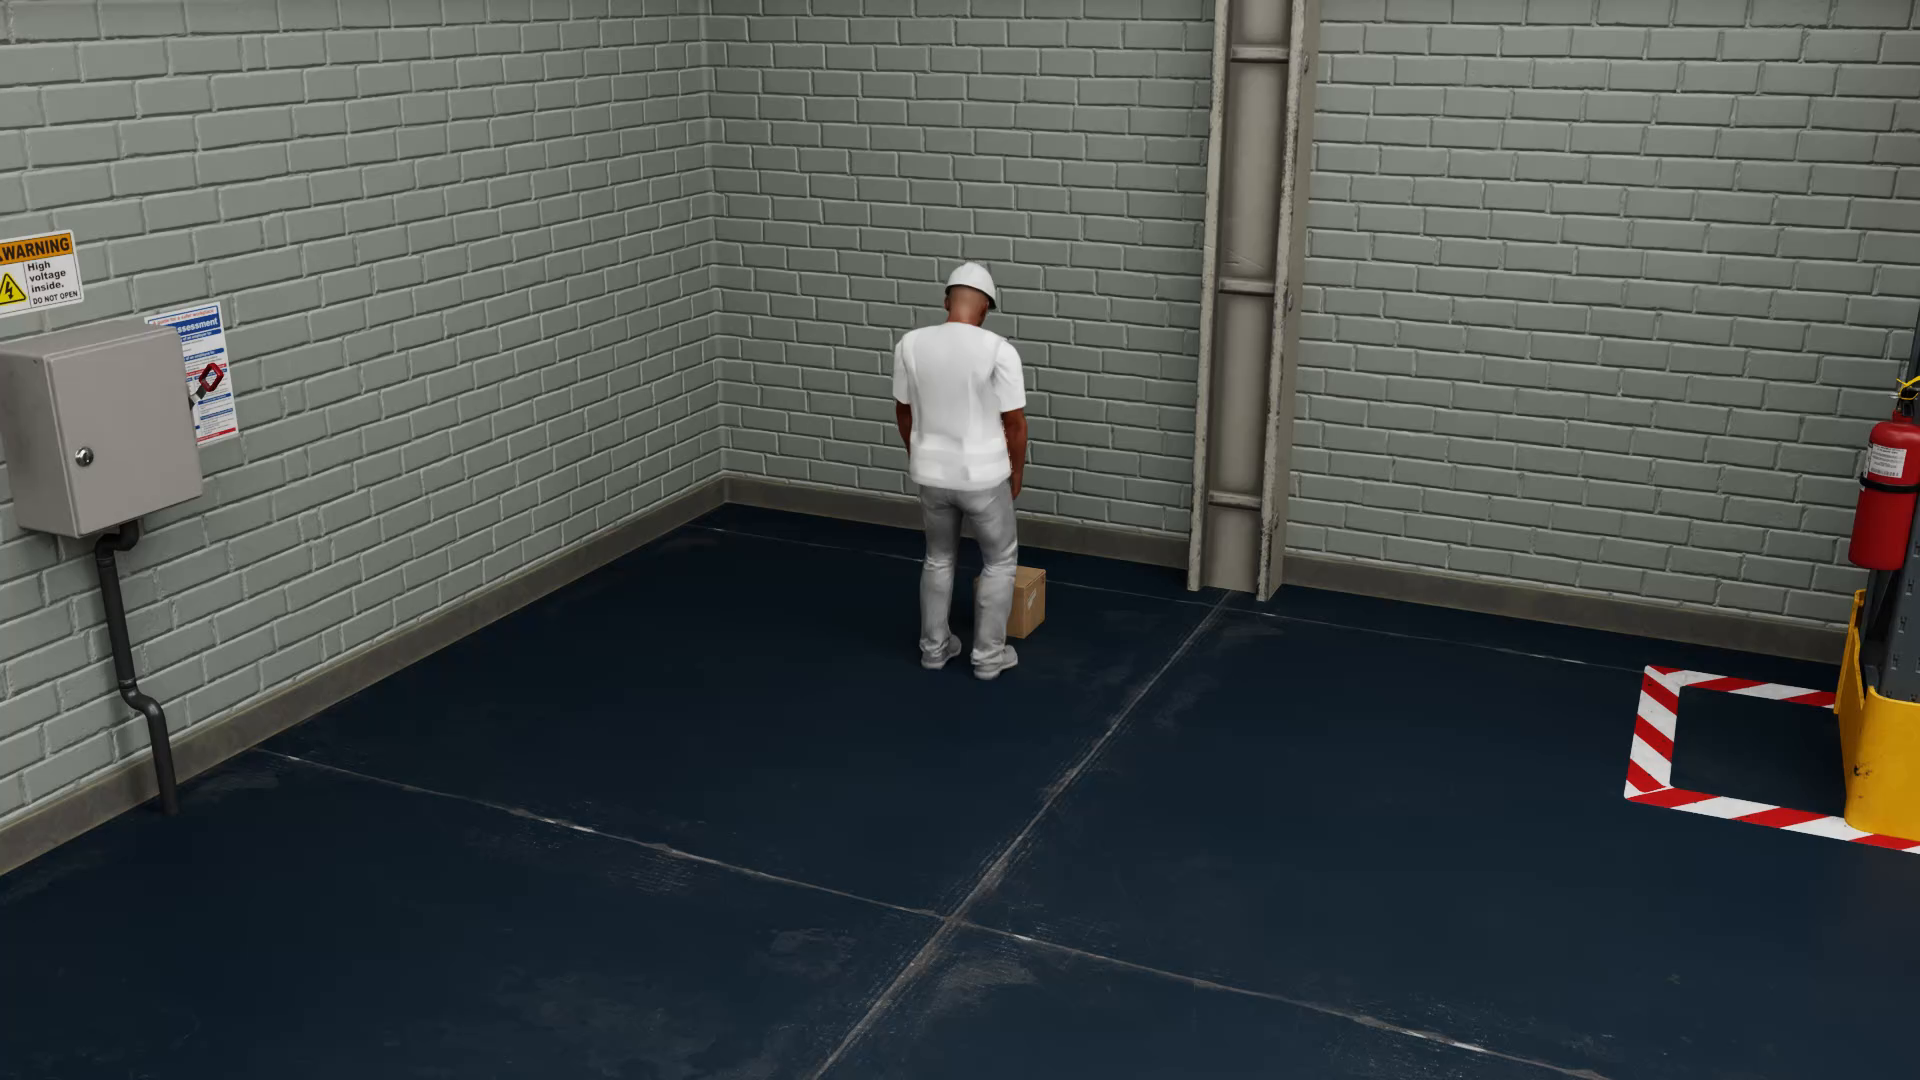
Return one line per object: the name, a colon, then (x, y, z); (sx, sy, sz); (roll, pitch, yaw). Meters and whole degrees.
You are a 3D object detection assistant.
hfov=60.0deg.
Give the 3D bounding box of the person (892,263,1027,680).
person: (0.009, -0.284, 6.935); (0.591, 1.718, 0.453); (9, 21, 24)
